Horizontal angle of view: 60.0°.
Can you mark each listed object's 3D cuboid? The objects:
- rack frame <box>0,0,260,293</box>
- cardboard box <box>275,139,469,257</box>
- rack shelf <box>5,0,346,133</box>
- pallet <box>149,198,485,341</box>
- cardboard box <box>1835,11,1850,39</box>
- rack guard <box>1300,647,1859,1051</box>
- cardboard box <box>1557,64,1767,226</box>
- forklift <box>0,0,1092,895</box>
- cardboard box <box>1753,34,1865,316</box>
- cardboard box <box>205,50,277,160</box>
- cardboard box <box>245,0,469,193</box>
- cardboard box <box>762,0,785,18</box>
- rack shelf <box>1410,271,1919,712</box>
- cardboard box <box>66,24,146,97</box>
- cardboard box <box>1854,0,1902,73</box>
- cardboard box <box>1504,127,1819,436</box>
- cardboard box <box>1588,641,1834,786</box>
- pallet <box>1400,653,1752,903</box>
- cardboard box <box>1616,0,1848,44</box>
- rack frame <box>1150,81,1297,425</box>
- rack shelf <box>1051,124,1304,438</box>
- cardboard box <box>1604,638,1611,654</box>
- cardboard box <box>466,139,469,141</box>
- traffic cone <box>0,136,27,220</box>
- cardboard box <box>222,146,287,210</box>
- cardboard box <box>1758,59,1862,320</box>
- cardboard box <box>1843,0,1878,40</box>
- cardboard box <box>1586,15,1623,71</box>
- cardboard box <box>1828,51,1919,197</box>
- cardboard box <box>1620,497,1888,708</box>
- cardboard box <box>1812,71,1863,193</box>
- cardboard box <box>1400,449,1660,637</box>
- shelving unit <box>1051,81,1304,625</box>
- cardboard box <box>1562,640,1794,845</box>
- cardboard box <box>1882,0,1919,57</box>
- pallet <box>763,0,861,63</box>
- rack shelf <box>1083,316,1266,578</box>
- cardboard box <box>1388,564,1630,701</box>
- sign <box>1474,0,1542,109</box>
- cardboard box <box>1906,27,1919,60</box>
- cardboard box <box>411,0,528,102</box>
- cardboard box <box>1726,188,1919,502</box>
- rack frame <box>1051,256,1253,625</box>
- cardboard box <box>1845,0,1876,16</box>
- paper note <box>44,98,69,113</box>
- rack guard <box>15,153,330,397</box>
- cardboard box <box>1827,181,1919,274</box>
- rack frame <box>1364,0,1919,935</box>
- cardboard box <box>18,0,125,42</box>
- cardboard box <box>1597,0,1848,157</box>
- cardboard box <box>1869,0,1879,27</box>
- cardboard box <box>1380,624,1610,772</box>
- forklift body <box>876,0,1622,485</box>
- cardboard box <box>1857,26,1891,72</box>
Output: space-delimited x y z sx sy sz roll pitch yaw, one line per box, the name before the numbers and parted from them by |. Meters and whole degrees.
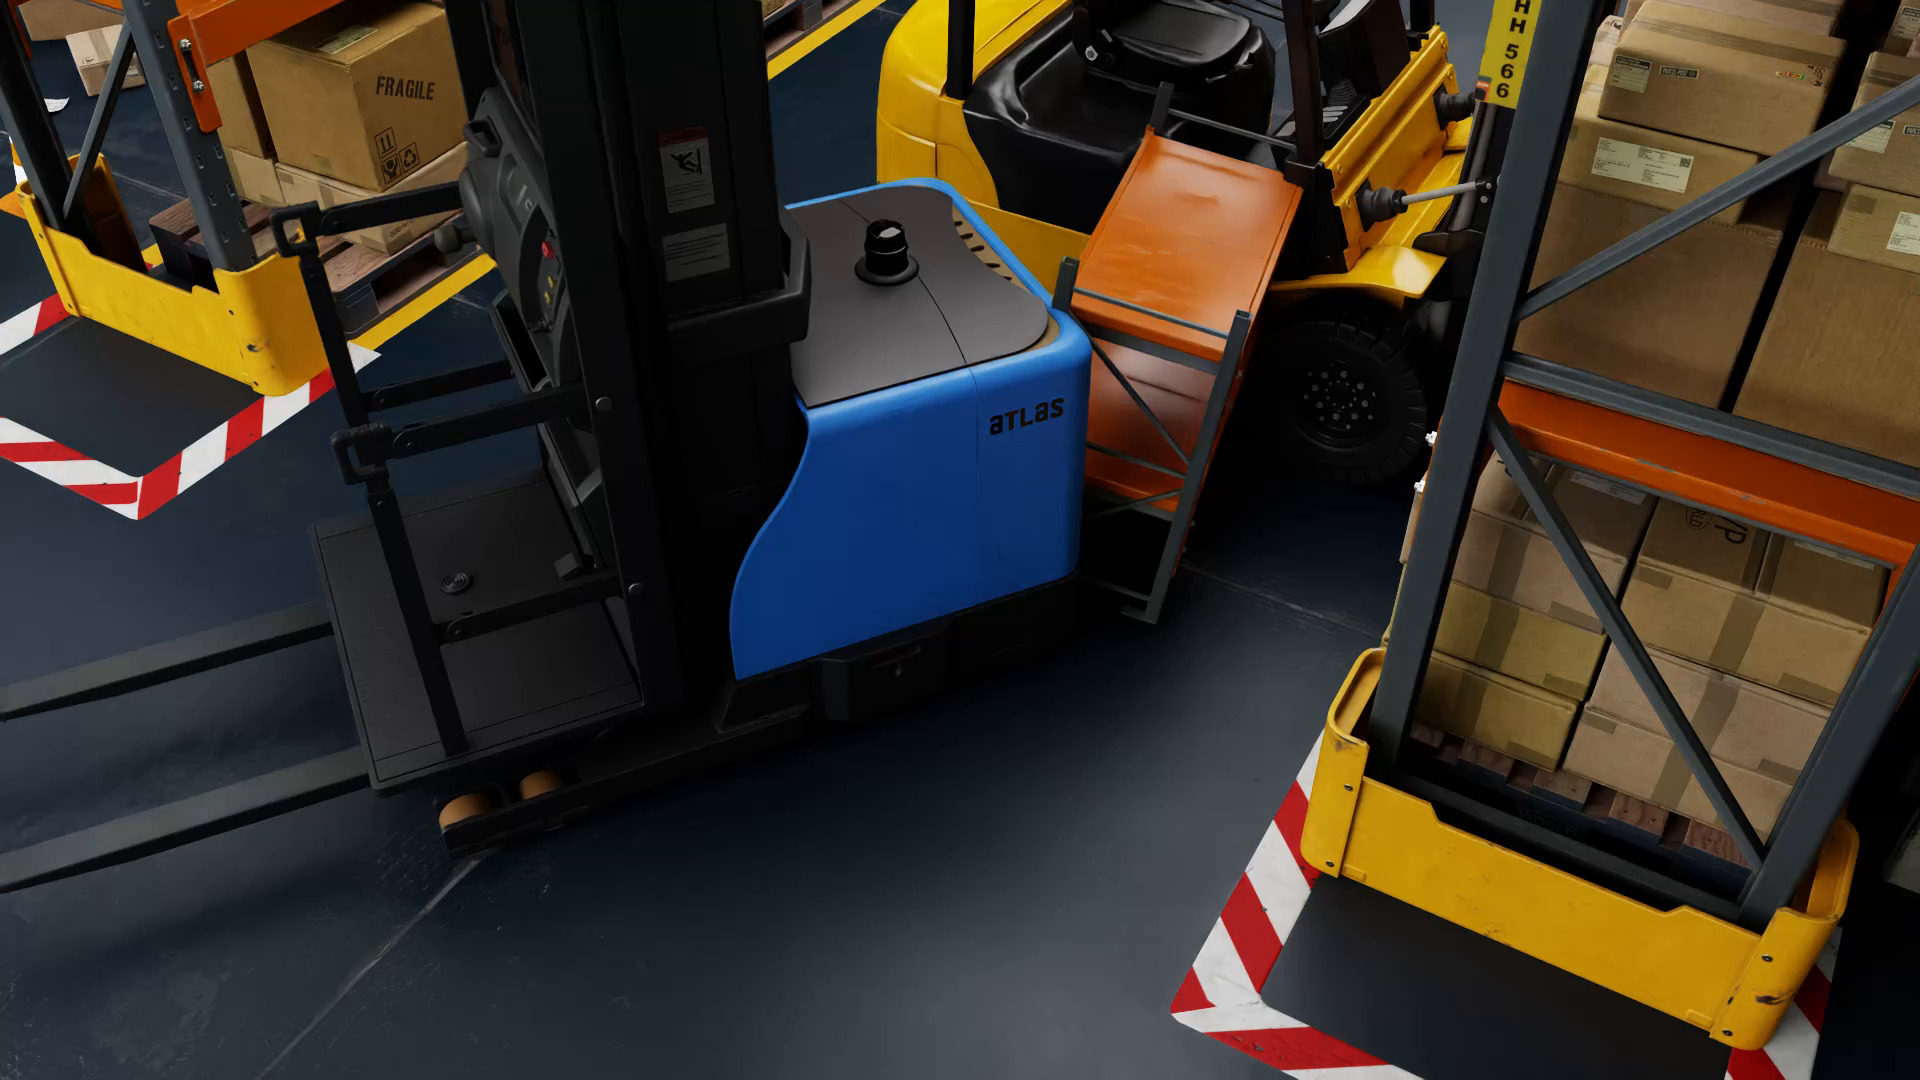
rack frame | -2.833 -1.859 5.091 1.000 3.000 0.127 21 45 22
cardboard box | -2.190 -1.355 6.282 0.500 0.250 0.500 21 45 22
rack shelf | -1.833 -2.733 6.629 1.077 0.370 4.000 21 45 22
pallet | -2.358 -1.309 6.577 1.003 0.211 1.213 21 45 22
cardboard box | 1.816 -1.214 3.792 0.380 0.149 0.250 21 45 22
rack guard | 1.454 0.732 4.040 1.175 0.500 0.348 21 45 22
cardboard box | 1.397 -0.792 3.313 0.380 0.149 0.250 22 46 23
forklift | -1.209 -0.681 3.805 3.031 2.935 1.130 -17 44 -18
cardboard box | 1.753 -0.919 3.949 0.500 0.500 0.500 22 46 23
cardboard box | -2.658 -1.811 6.232 0.500 0.500 0.500 21 46 22
cardboard box | -2.179 -1.650 6.049 0.500 0.500 0.500 19 45 21
cardboard box | -1.153 -2.538 7.625 0.500 0.250 0.500 20 45 21
rack shelf | 2.467 -1.094 4.767 1.077 0.370 4.000 21 45 22
cardboard box | -3.927 -2.207 7.643 0.250 0.149 0.380 -21 45 -22
cardboard box | 2.444 -1.043 4.090 0.500 0.500 0.500 20 45 22
cardboard box | 1.485 -0.626 3.615 0.500 0.500 0.500 20 45 21
cardboard box | 1.881 0.267 4.062 0.500 0.250 0.500 22 46 23
pallet | 1.812 0.375 4.664 1.003 0.211 1.213 21 45 22
cardboard box | 1.559 -1.038 3.368 0.380 0.149 0.250 21 46 22
rack frame | 0.756 -0.877 5.284 0.500 1.125 0.032 19 45 9
rack shelf | 0.627 -0.764 4.724 0.538 0.278 1.000 19 45 9
cardboard box | 1.685 0.000 4.743 0.500 0.250 0.500 21 45 22
cardboard box | -1.928 -1.644 6.610 0.500 0.250 0.500 23 46 24
traffic cone | -3.735 -1.580 6.694 0.336 0.463 0.334 21 45 22
cardboard box | -2.650 -1.550 6.503 0.500 0.250 0.500 21 45 22
cardboard box | 2.196 -0.754 3.761 0.500 0.500 0.500 22 46 23
cardboard box | 2.009 -1.213 4.282 0.500 0.500 0.500 20 45 21
cardboard box | 1.499 -0.948 3.490 0.380 0.149 0.250 22 46 23
cardboard box | 1.819 -0.734 3.022 0.380 0.149 0.250 20 45 21
cardboard box | 1.870 0.067 3.910 0.500 0.250 0.500 20 45 21
cardboard box | 1.929 -0.771 3.290 0.380 0.149 0.250 21 45 22
cardboard box | 1.426 -0.087 4.086 0.500 0.250 0.500 22 46 23
shelving unit | 0.589 -0.556 4.927 0.538 1.125 1.048 19 45 9
cardboard box | 1.881 0.438 4.245 0.500 0.250 0.500 21 46 22
cardboard box | 2.099 -1.028 3.356 0.380 0.149 0.250 22 46 23
pallet | -1.137 -2.705 8.162 1.003 0.211 1.213 21 45 22
rack shelf | 0.558 -0.383 5.096 0.538 0.278 1.000 19 45 9
cardboard box | 1.439 0.085 4.268 0.500 0.250 0.500 20 45 22
sign | 1.003 -0.930 2.982 0.100 0.325 0.005 21 45 22
cardboard box | 2.006 -0.865 3.171 0.380 0.149 0.250 22 46 23
cardboard box | -1.921 -1.951 6.391 0.500 0.500 0.500 19 45 21
cardboard box | 1.954 -0.449 3.414 0.500 0.500 0.500 22 46 23
rack frame | 0.422 -0.236 4.569 0.500 1.125 0.032 19 45 9
cardboard box | 1.856 -1.315 3.682 0.380 0.149 0.250 21 46 22
paper note | -4.084 -1.944 7.434 0.148 0.019 0.142 7 42 8
rack guard | -2.795 -0.964 5.967 1.175 0.500 0.348 21 45 22
cardboard box | 1.860 -0.609 3.105 0.380 0.149 0.250 20 45 21
rack frame | 1.466 -0.220 3.230 1.000 3.000 0.127 21 45 22
cardboard box | -4.146 -2.765 8.008 0.797 0.503 0.637 -7 42 -7
cardboard box | 1.463 -0.887 3.196 0.380 0.149 0.250 21 46 22
cardboard box | 2.521 -1.785 4.931 0.500 0.500 0.500 20 45 22
cardboard box | 1.428 0.281 4.424 0.500 0.250 0.500 21 46 22
forklift body | 0.835 -1.589 5.427 2.313 2.155 1.214 21 45 22
cardboard box | 2.061 -0.914 3.452 0.380 0.149 0.250 20 45 21
